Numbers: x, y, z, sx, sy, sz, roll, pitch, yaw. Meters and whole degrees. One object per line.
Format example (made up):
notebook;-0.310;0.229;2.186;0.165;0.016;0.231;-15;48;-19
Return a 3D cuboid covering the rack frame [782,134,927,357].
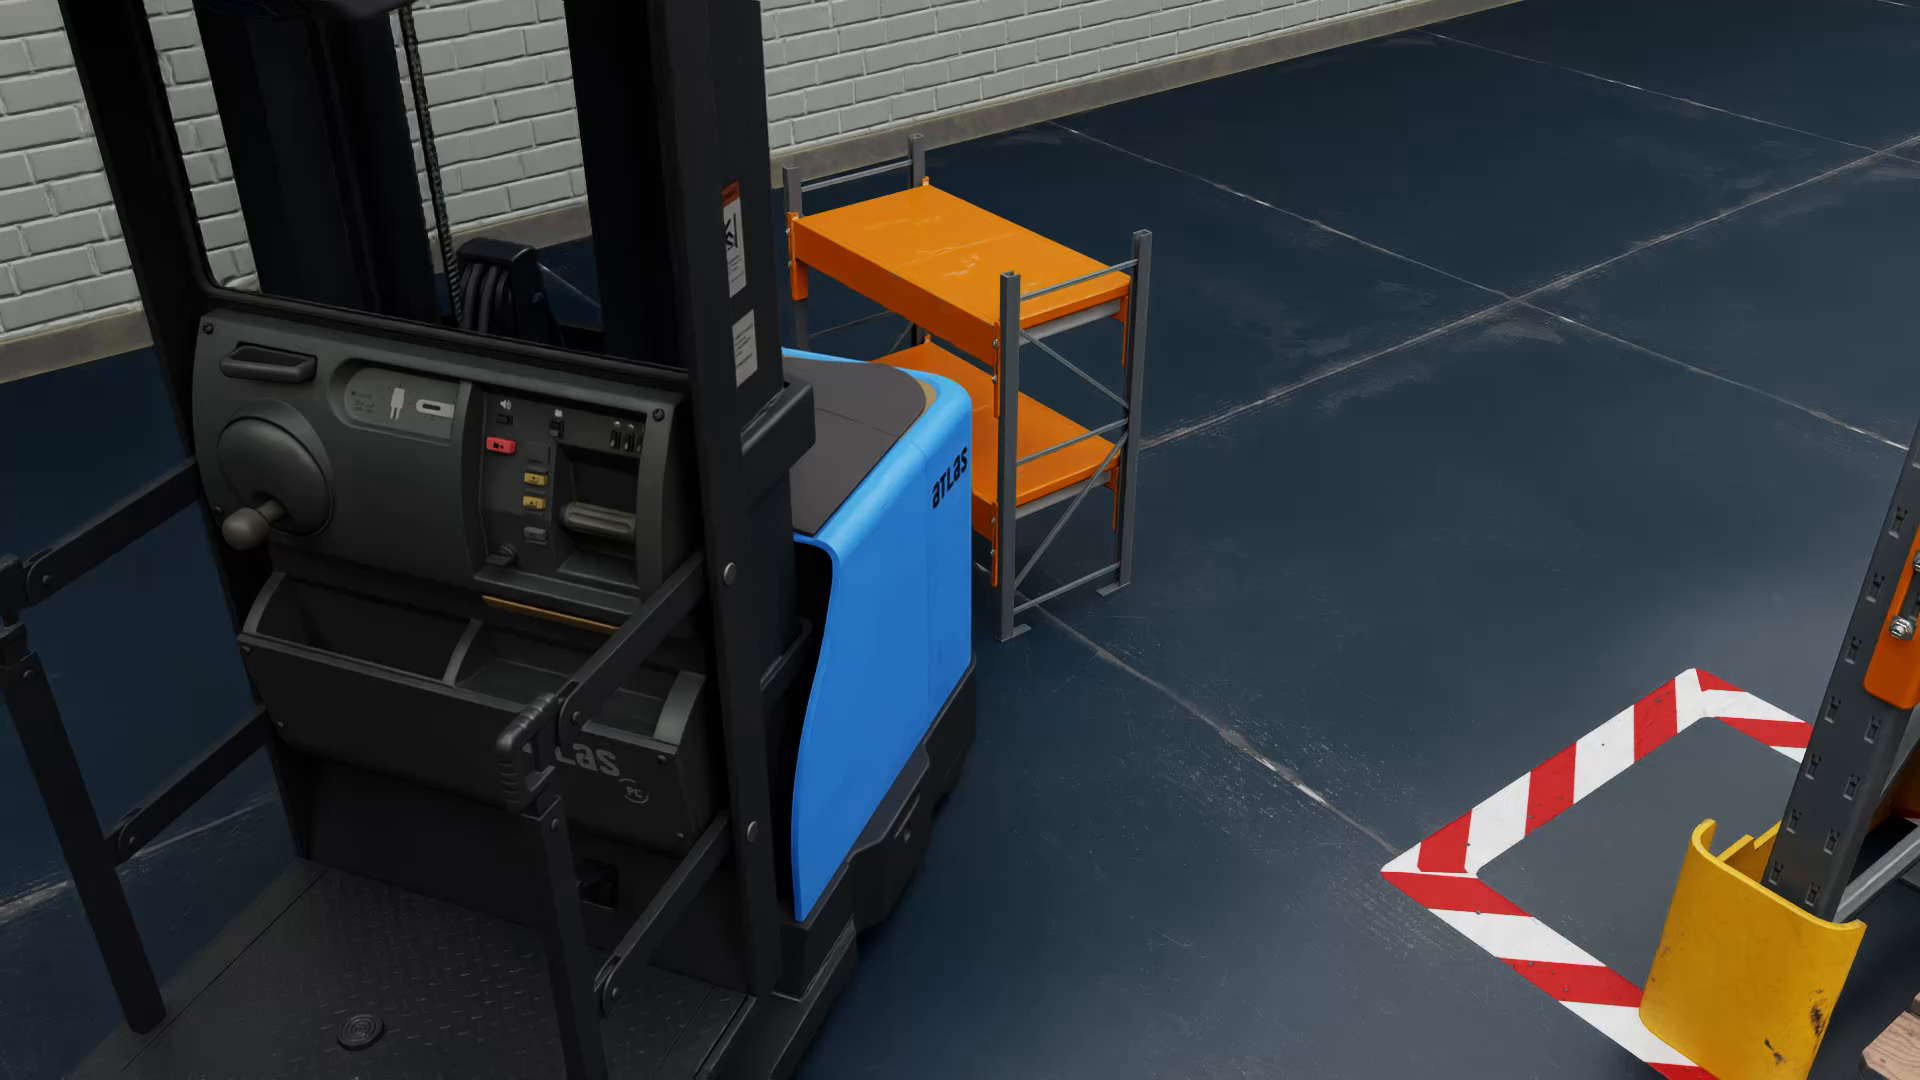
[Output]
rack frame;-0.316;-0.693;5.299;0.500;1.125;0.032;-22;38;-31

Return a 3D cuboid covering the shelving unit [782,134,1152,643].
shelving unit;-0.004;-0.481;4.958;0.538;1.125;1.048;-22;38;-31

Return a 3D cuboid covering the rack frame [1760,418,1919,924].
rack frame;2.032;-0.359;2.984;1.000;3.000;0.127;-22;38;-31

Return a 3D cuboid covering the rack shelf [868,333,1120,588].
rack shelf;-0.004;-0.273;5.087;0.538;0.278;1.000;-22;38;-31

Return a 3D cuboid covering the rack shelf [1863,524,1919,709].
rack shelf;3.259;0.781;1.832;1.077;0.370;4.000;-22;38;-31

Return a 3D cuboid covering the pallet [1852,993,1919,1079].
pallet;2.507;1.182;3.146;1.003;0.211;1.213;-22;38;-31

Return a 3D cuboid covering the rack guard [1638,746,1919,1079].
rack guard;2.007;0.698;3.653;1.175;0.500;0.348;-22;38;-31

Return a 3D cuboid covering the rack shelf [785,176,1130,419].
rack shelf;-0.004;-0.729;4.803;0.538;0.278;1.000;-22;38;-31

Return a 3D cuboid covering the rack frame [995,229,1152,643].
rack frame;0.308;-0.269;4.617;0.500;1.125;0.032;-22;38;-31

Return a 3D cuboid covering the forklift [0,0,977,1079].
forklift;-0.963;-0.072;2.588;1.130;2.935;3.031;12;34;18
